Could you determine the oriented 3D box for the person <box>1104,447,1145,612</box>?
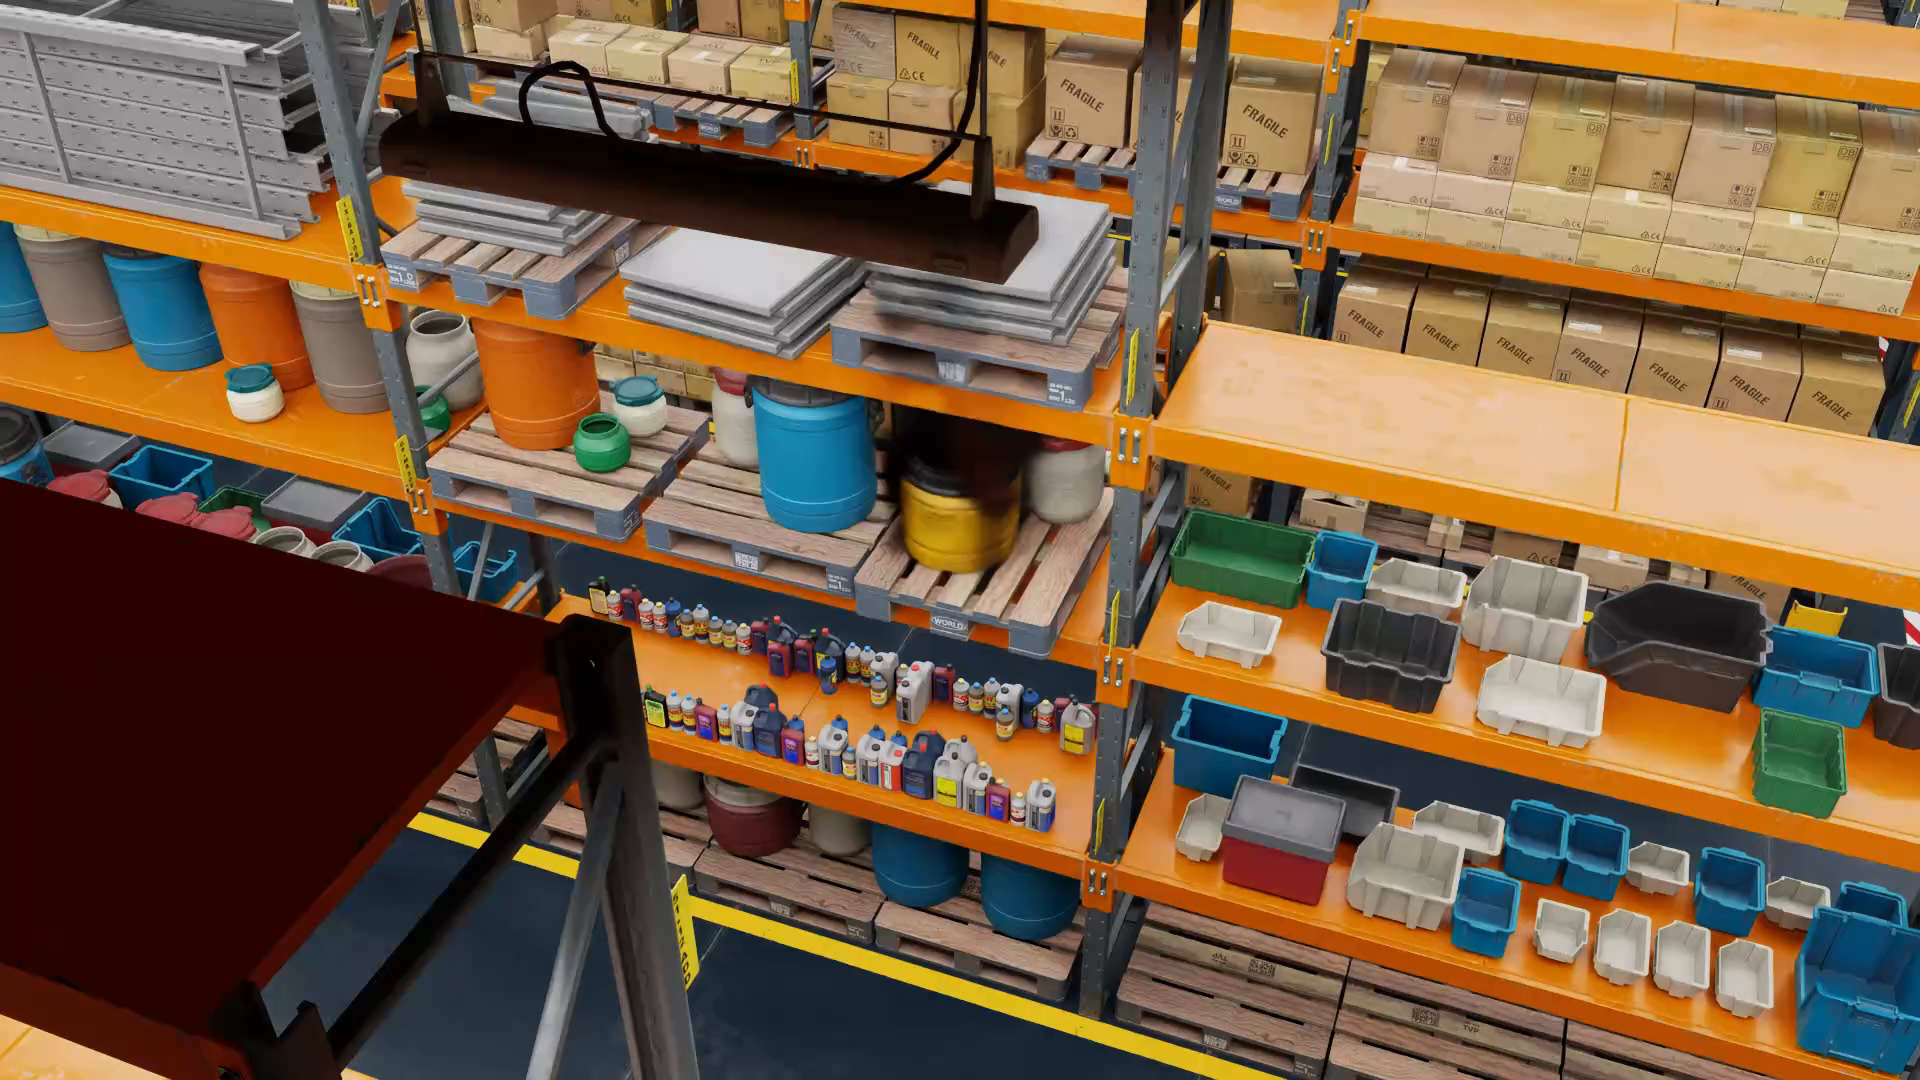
[{"bbox_3d":[0.930,-0.184,11.640,0.837,1.837,0.626,6,37,9],"label":"person"}]
